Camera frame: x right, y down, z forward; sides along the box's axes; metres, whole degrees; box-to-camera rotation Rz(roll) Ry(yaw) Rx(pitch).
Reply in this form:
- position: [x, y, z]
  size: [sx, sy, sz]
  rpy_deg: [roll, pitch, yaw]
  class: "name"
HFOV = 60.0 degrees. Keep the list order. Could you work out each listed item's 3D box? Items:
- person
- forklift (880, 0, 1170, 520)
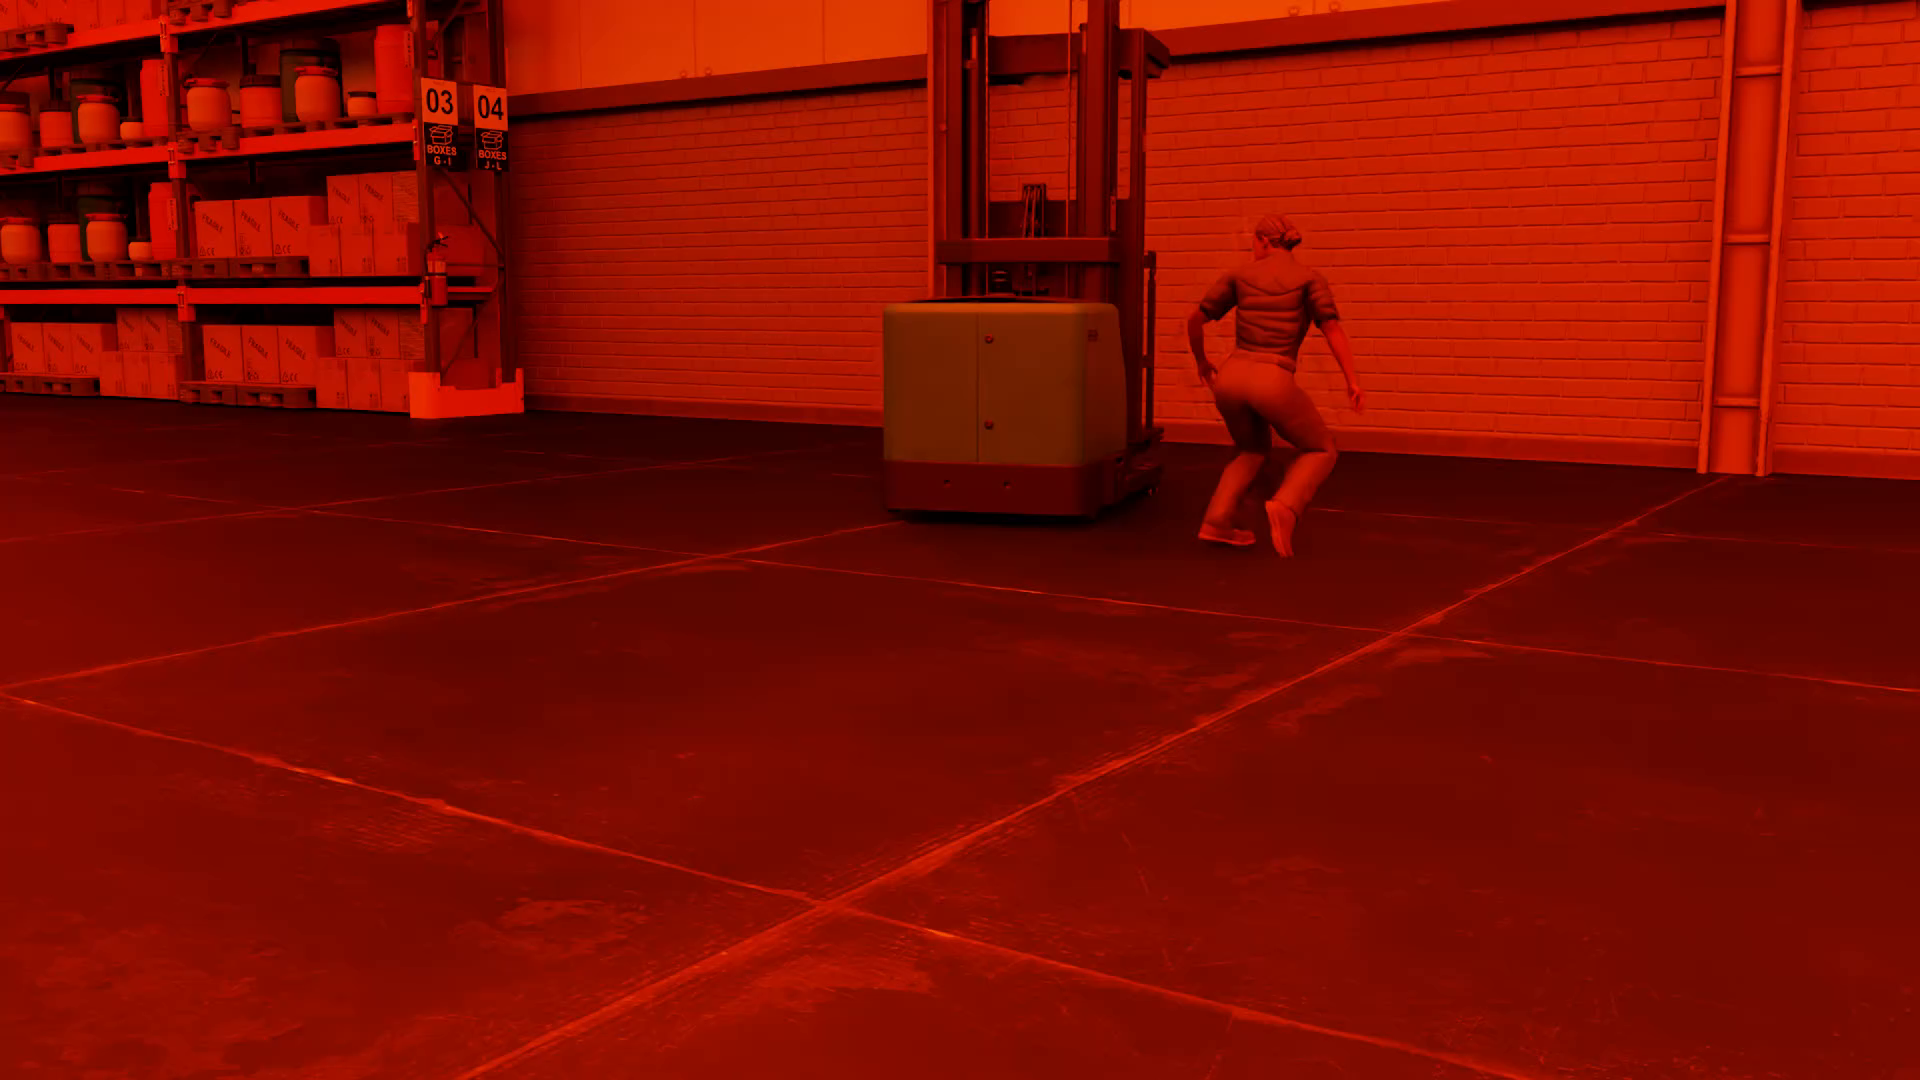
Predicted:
- position: [1.366, -0.664, 7.225]
  size: [0.885, 1.503, 0.493]
  rpy_deg: [6, 10, 36]
  class: "person"
- position: [0.535, -1.716, 9.258]
  size: [1.130, 2.935, 3.031]
  rpy_deg: [3, 8, 17]
  class: "forklift"
